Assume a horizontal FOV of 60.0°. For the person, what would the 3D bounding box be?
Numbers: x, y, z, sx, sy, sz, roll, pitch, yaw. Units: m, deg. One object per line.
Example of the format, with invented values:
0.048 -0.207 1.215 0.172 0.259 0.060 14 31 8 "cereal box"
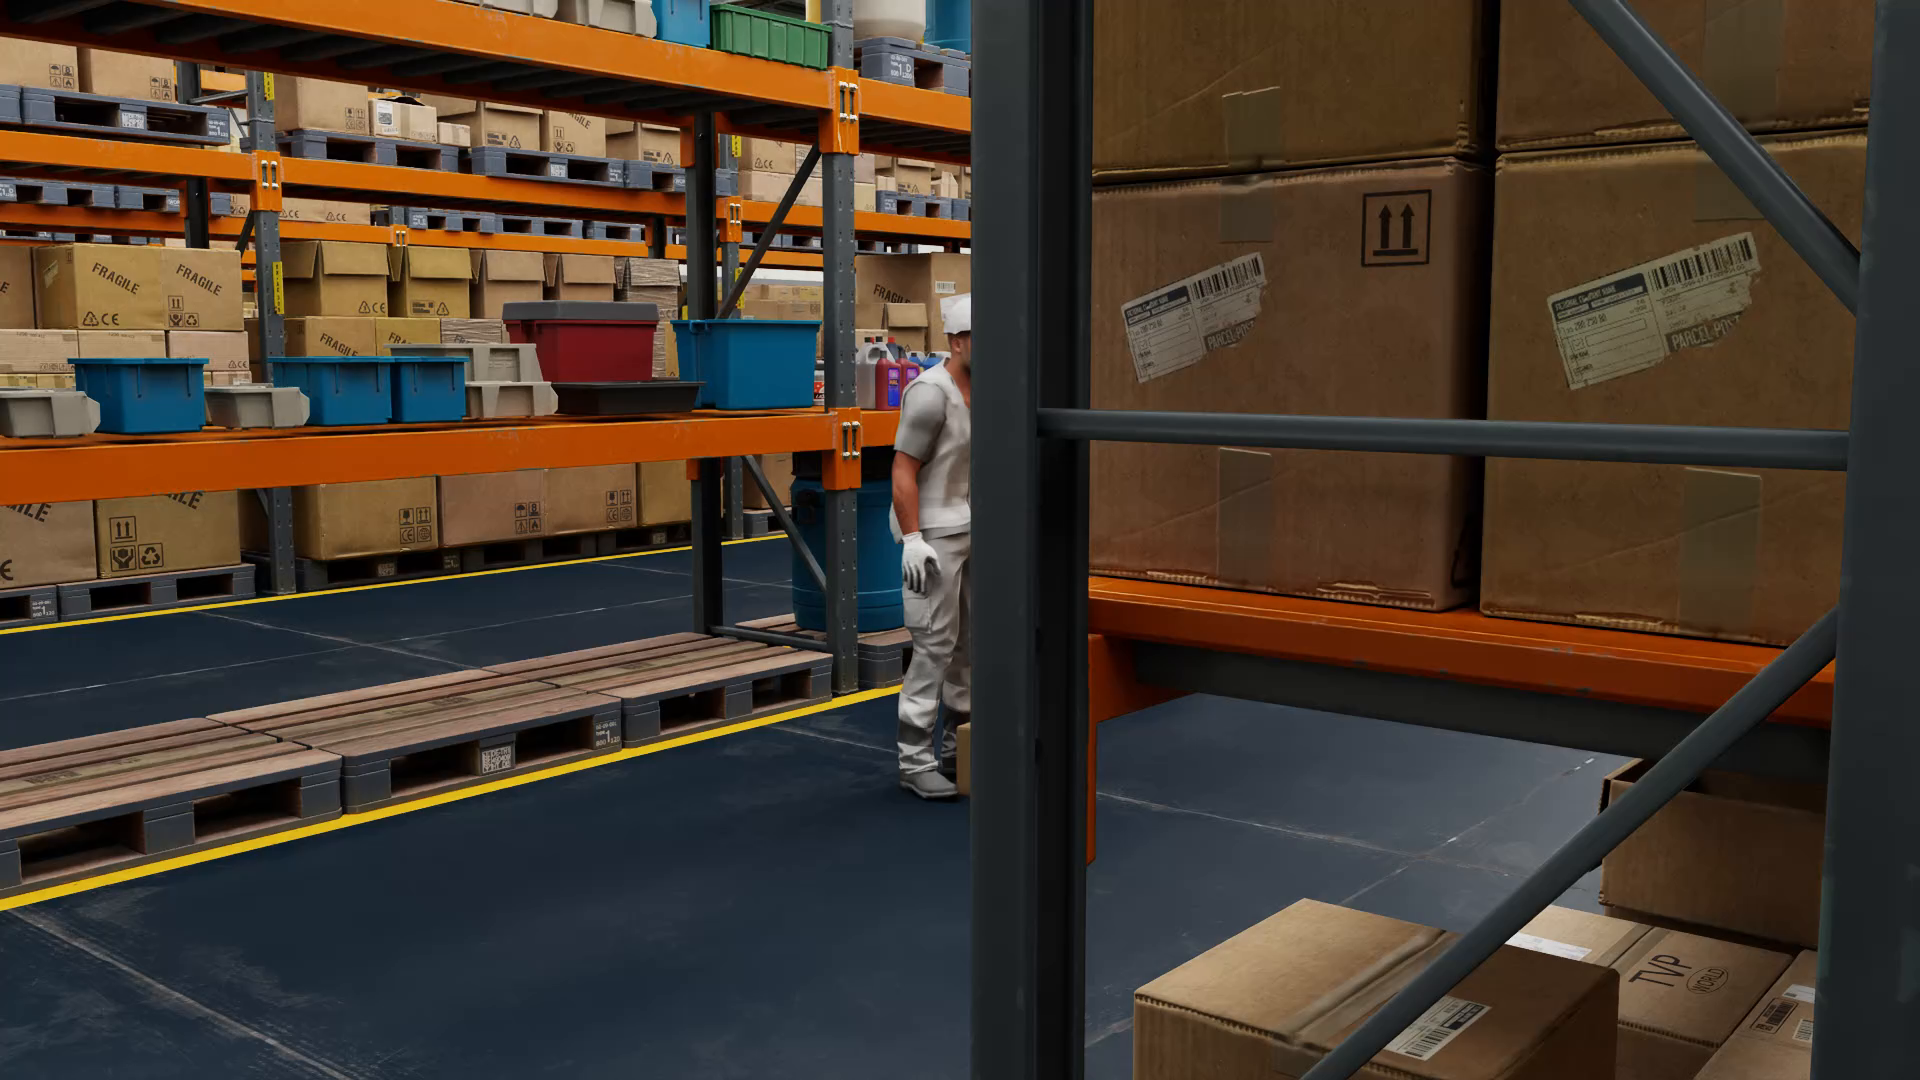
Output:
-0.014 0.013 6.051 0.452 1.777 0.610 5 8 35 "person"
